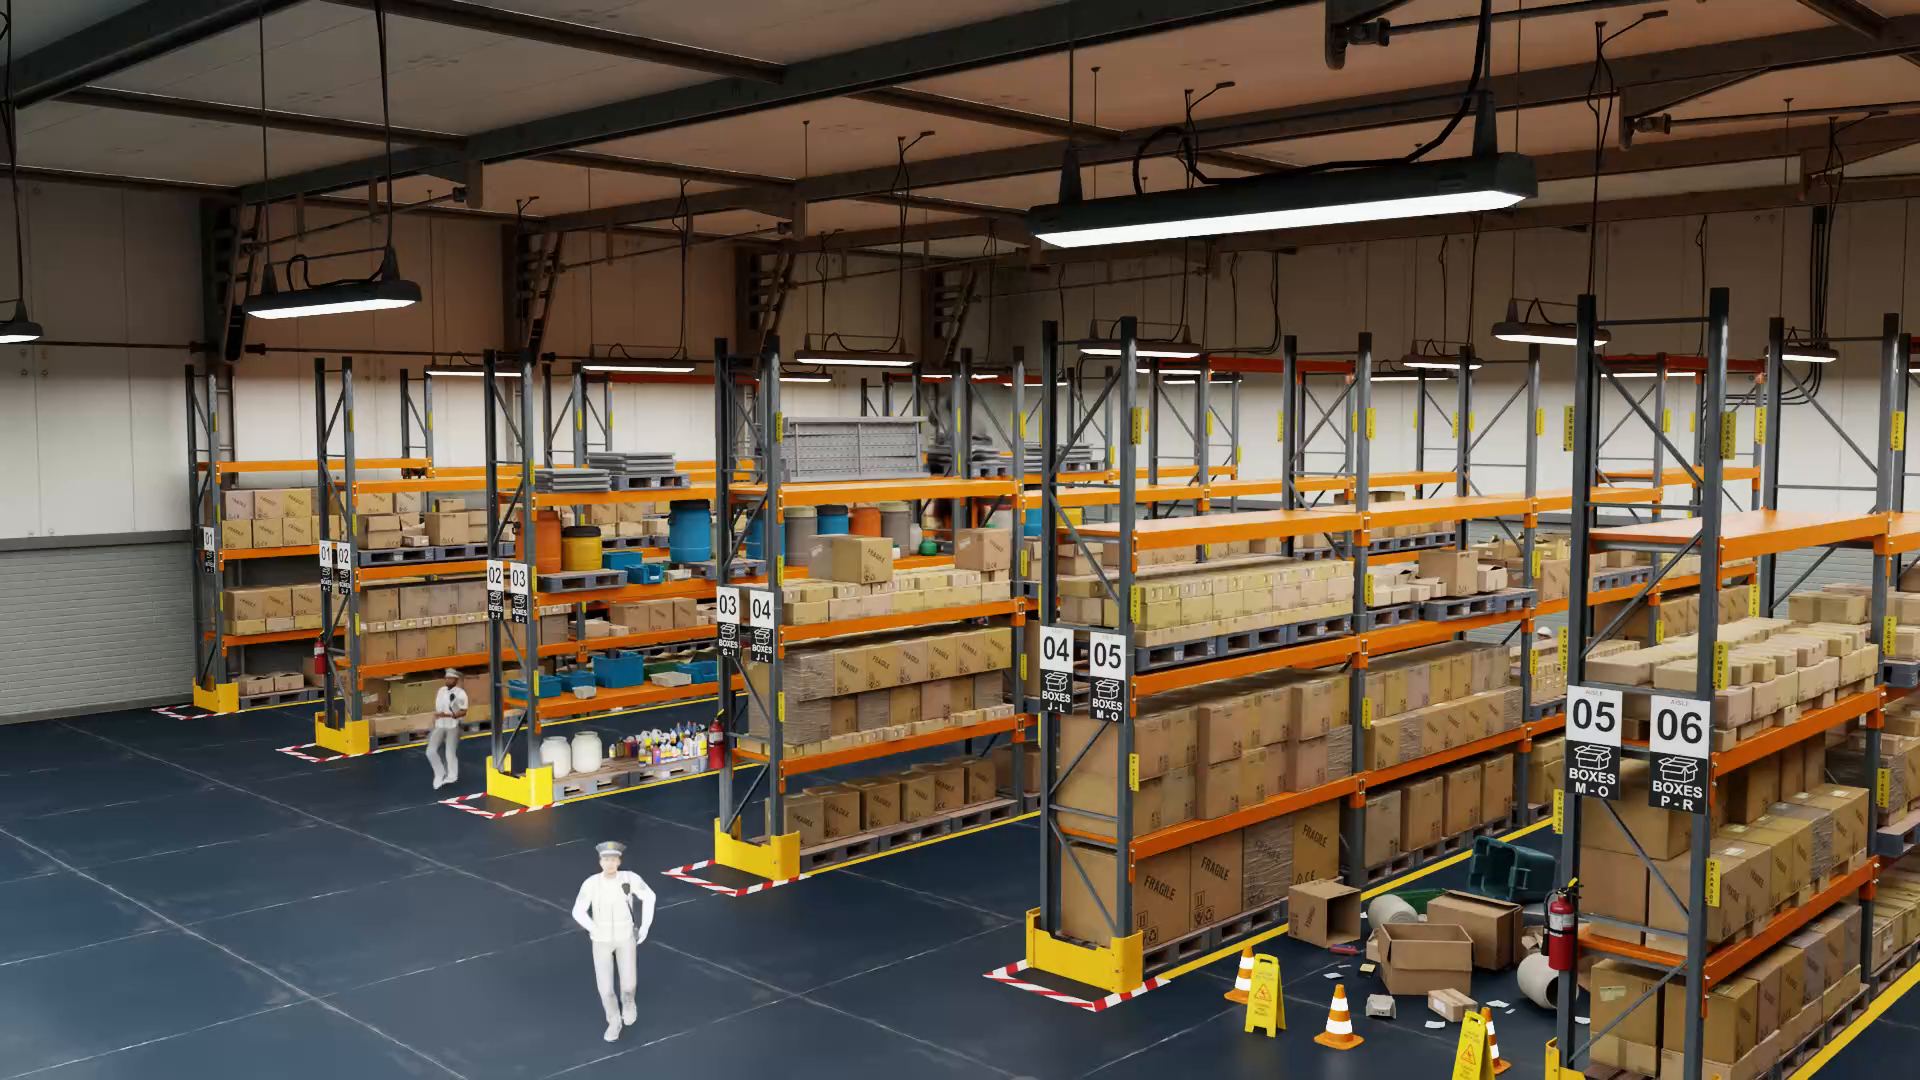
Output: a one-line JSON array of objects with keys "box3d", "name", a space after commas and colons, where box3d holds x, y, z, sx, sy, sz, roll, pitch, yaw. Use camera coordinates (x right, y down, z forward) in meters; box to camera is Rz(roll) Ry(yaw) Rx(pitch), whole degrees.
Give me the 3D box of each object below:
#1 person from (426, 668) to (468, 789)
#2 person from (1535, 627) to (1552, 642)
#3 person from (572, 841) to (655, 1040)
[{"box3d": [-7.036, 2.588, 22.880, 0.560, 1.685, 0.626, 1, 4, 9], "name": "person"}, {"box3d": [9.298, 2.262, 26.351, 0.982, 1.791, 0.712, -3, 6, -38], "name": "person"}, {"box3d": [-2.832, 3.289, 13.623, 0.669, 1.668, 0.527, -1, 4, -10], "name": "person"}]
